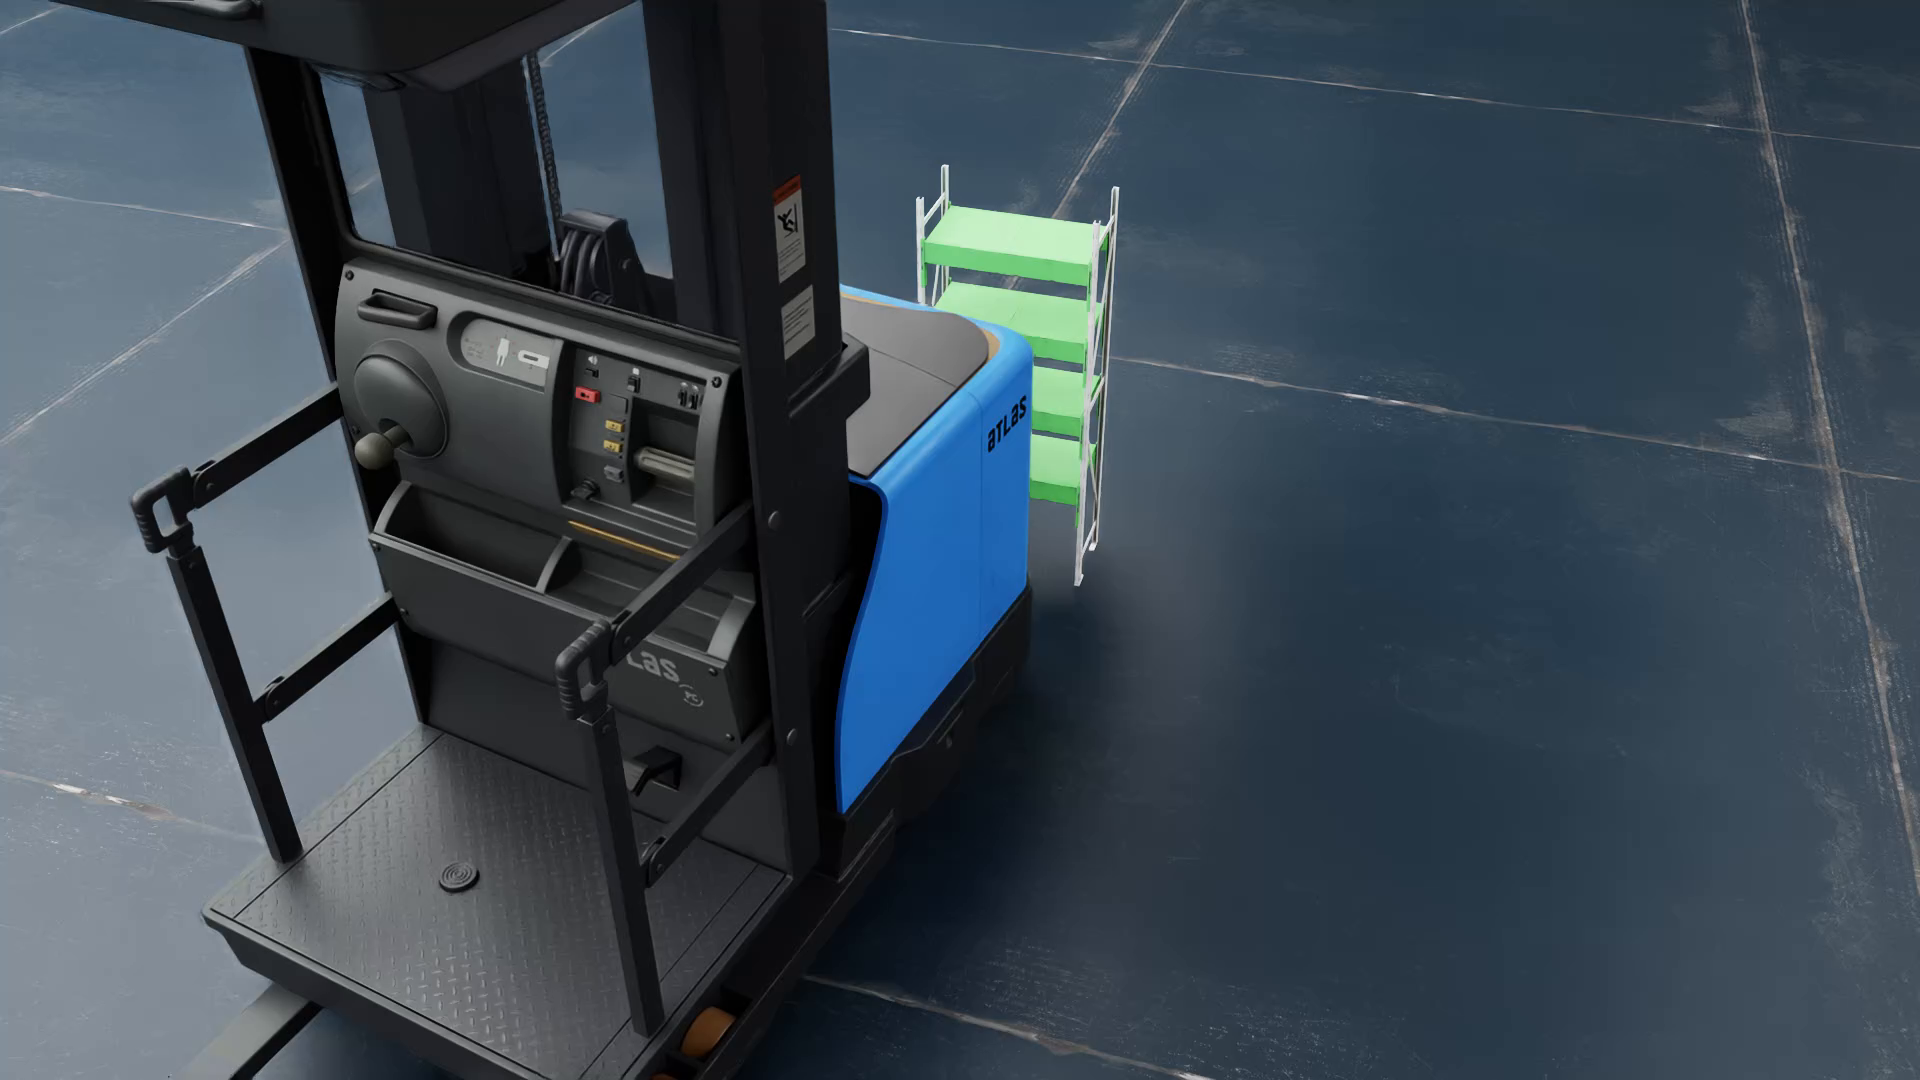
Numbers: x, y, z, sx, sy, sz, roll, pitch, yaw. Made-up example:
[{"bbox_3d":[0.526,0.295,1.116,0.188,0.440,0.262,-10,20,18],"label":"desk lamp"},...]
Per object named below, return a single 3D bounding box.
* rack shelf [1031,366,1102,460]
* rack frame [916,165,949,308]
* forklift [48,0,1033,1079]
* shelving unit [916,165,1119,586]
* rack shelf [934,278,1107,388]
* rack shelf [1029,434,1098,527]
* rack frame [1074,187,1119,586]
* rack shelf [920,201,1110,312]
[{"bbox_3d":[0.158,-0.403,4.892,0.480,0.148,0.258,10,38,14],"label":"rack shelf"},{"bbox_3d":[-0.075,-0.497,4.913,0.015,1.200,0.240,10,38,14],"label":"rack frame"},{"bbox_3d":[-0.935,-0.196,3.044,1.130,2.935,3.031,17,40,22],"label":"forklift"},{"bbox_3d":[0.158,-0.454,4.855,0.503,1.200,0.258,10,38,14],"label":"shelving unit"},{"bbox_3d":[0.158,-0.596,4.750,0.480,0.148,0.258,10,38,14],"label":"rack shelf"},{"bbox_3d":[0.158,-0.209,5.035,0.480,0.148,0.258,10,38,14],"label":"rack shelf"},{"bbox_3d":[0.391,-0.411,4.796,0.015,1.200,0.240,10,38,14],"label":"rack frame"},{"bbox_3d":[0.158,-0.789,4.608,0.480,0.148,0.258,10,38,14],"label":"rack shelf"}]
